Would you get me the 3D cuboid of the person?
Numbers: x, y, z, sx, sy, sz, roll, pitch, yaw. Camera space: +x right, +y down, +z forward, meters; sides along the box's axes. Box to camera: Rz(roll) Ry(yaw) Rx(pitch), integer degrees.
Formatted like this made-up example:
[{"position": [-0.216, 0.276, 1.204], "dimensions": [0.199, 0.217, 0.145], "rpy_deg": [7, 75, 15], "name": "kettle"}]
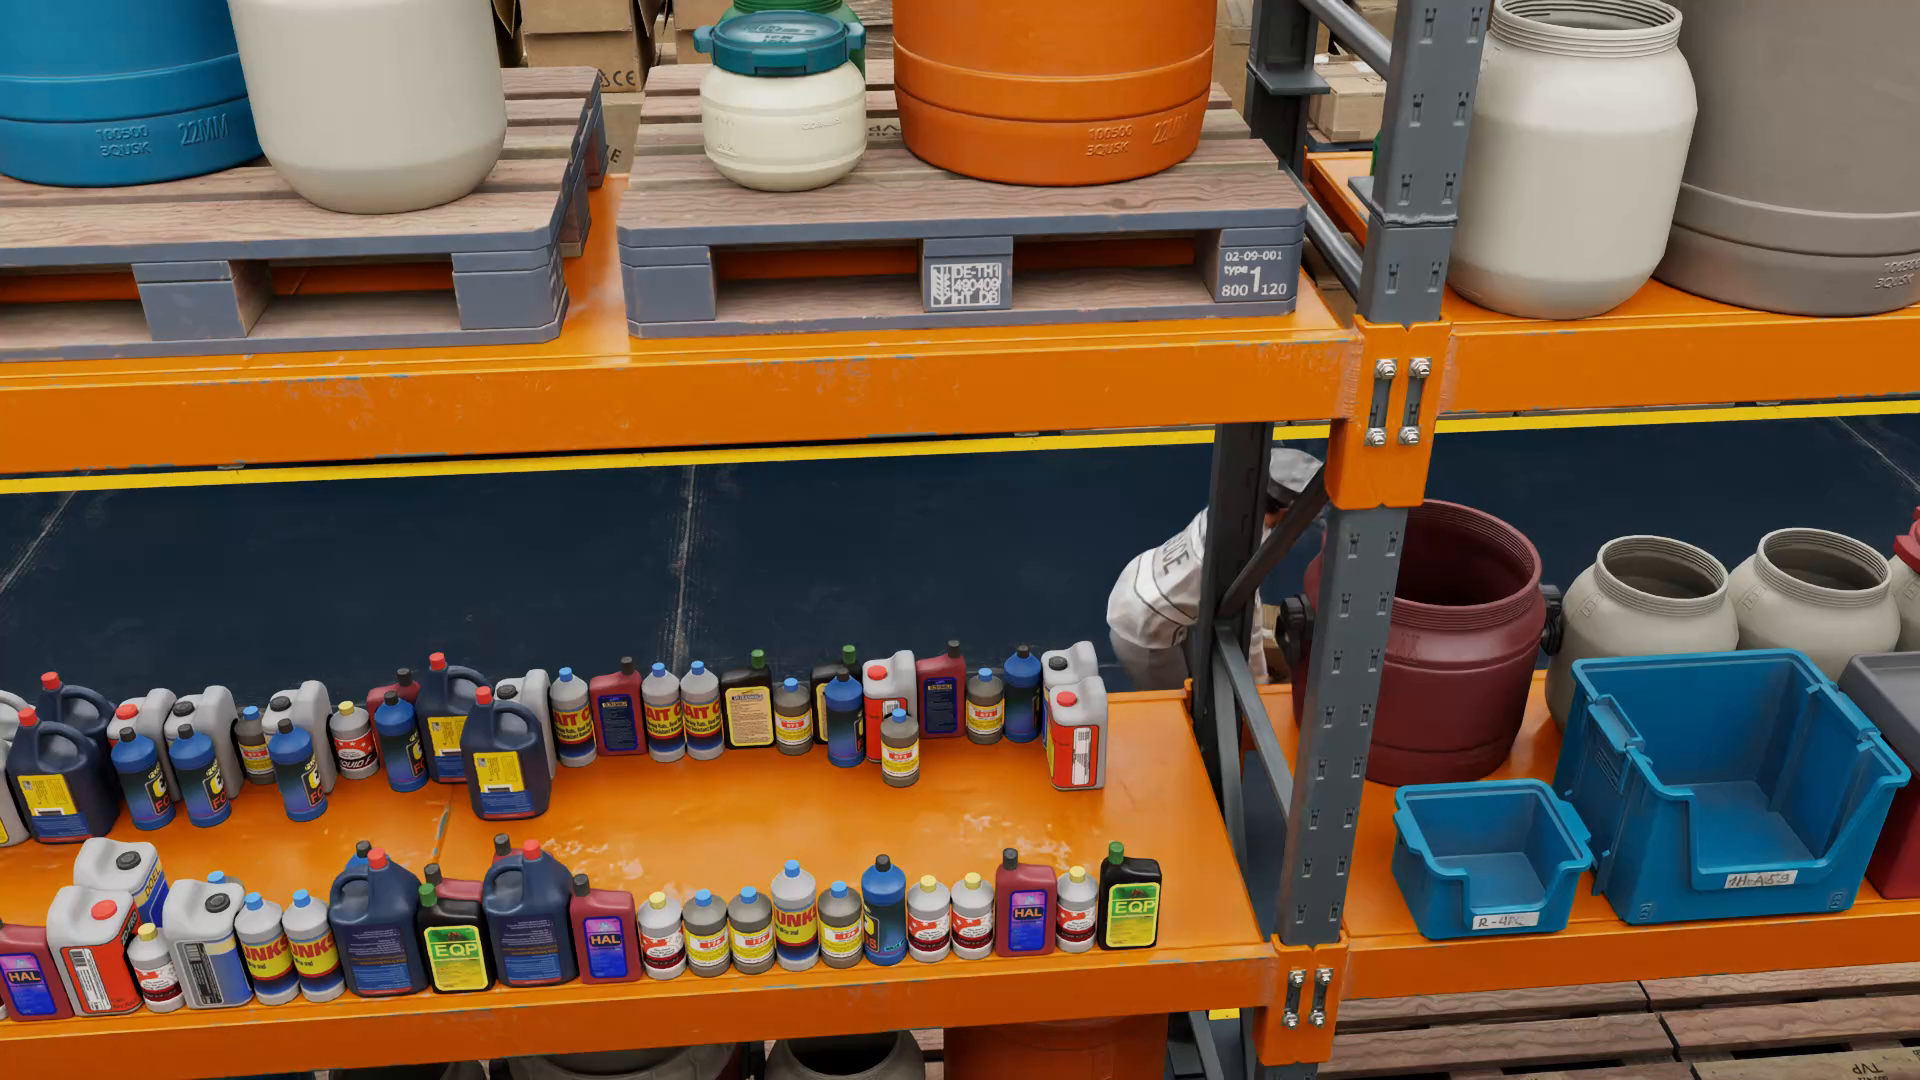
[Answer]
[{"position": [0.851, 0.370, 5.677], "dimensions": [0.710, 1.513, 0.410], "rpy_deg": [6, 32, 9], "name": "person"}]
